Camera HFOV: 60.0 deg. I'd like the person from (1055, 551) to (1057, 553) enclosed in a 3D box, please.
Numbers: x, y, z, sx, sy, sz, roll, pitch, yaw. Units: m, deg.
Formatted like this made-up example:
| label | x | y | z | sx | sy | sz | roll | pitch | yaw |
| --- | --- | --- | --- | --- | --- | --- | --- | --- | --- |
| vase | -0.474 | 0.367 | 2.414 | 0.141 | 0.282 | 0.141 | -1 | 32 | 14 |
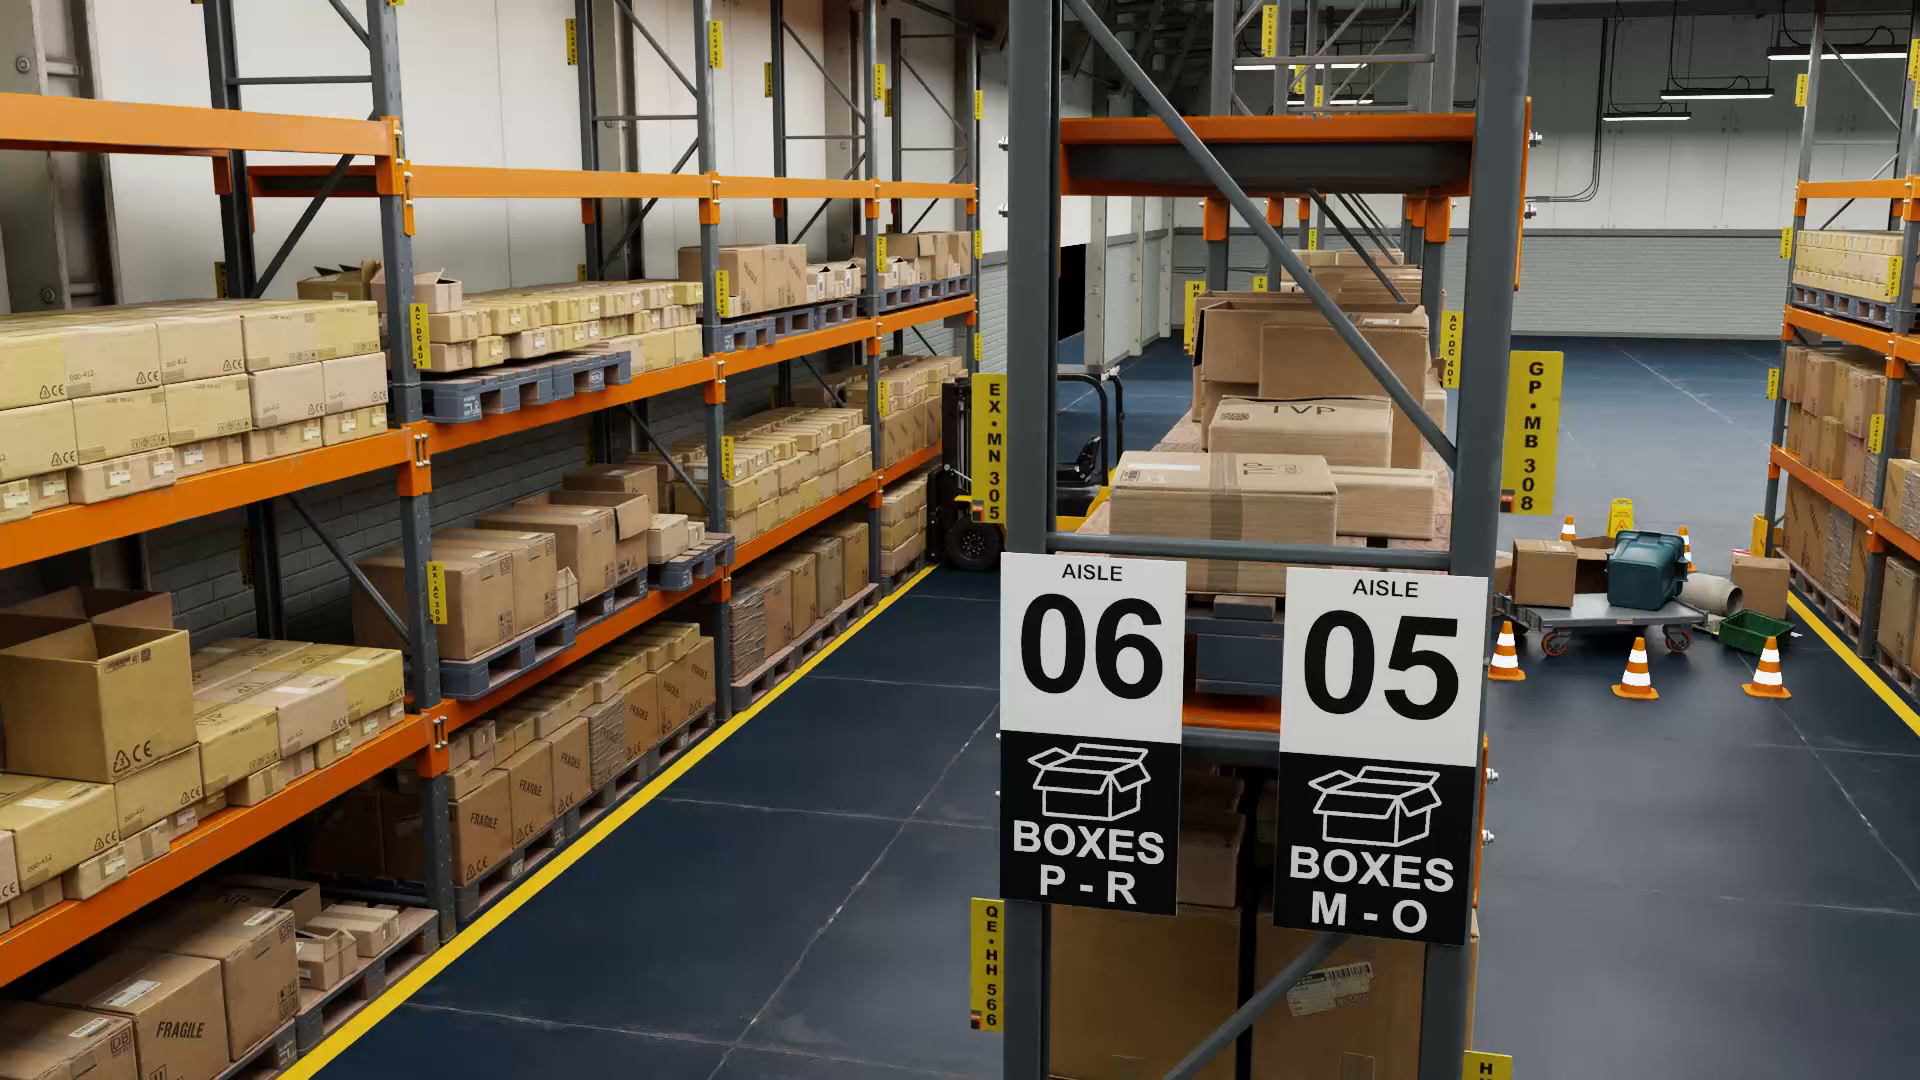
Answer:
| label | x | y | z | sx | sy | sz | roll | pitch | yaw |
| --- | --- | --- | --- | --- | --- | --- | --- | --- | --- |
| person | 0.582 | 0.548 | 12.872 | 0.448 | 1.692 | 0.768 | 2 | 12 | 8 |
